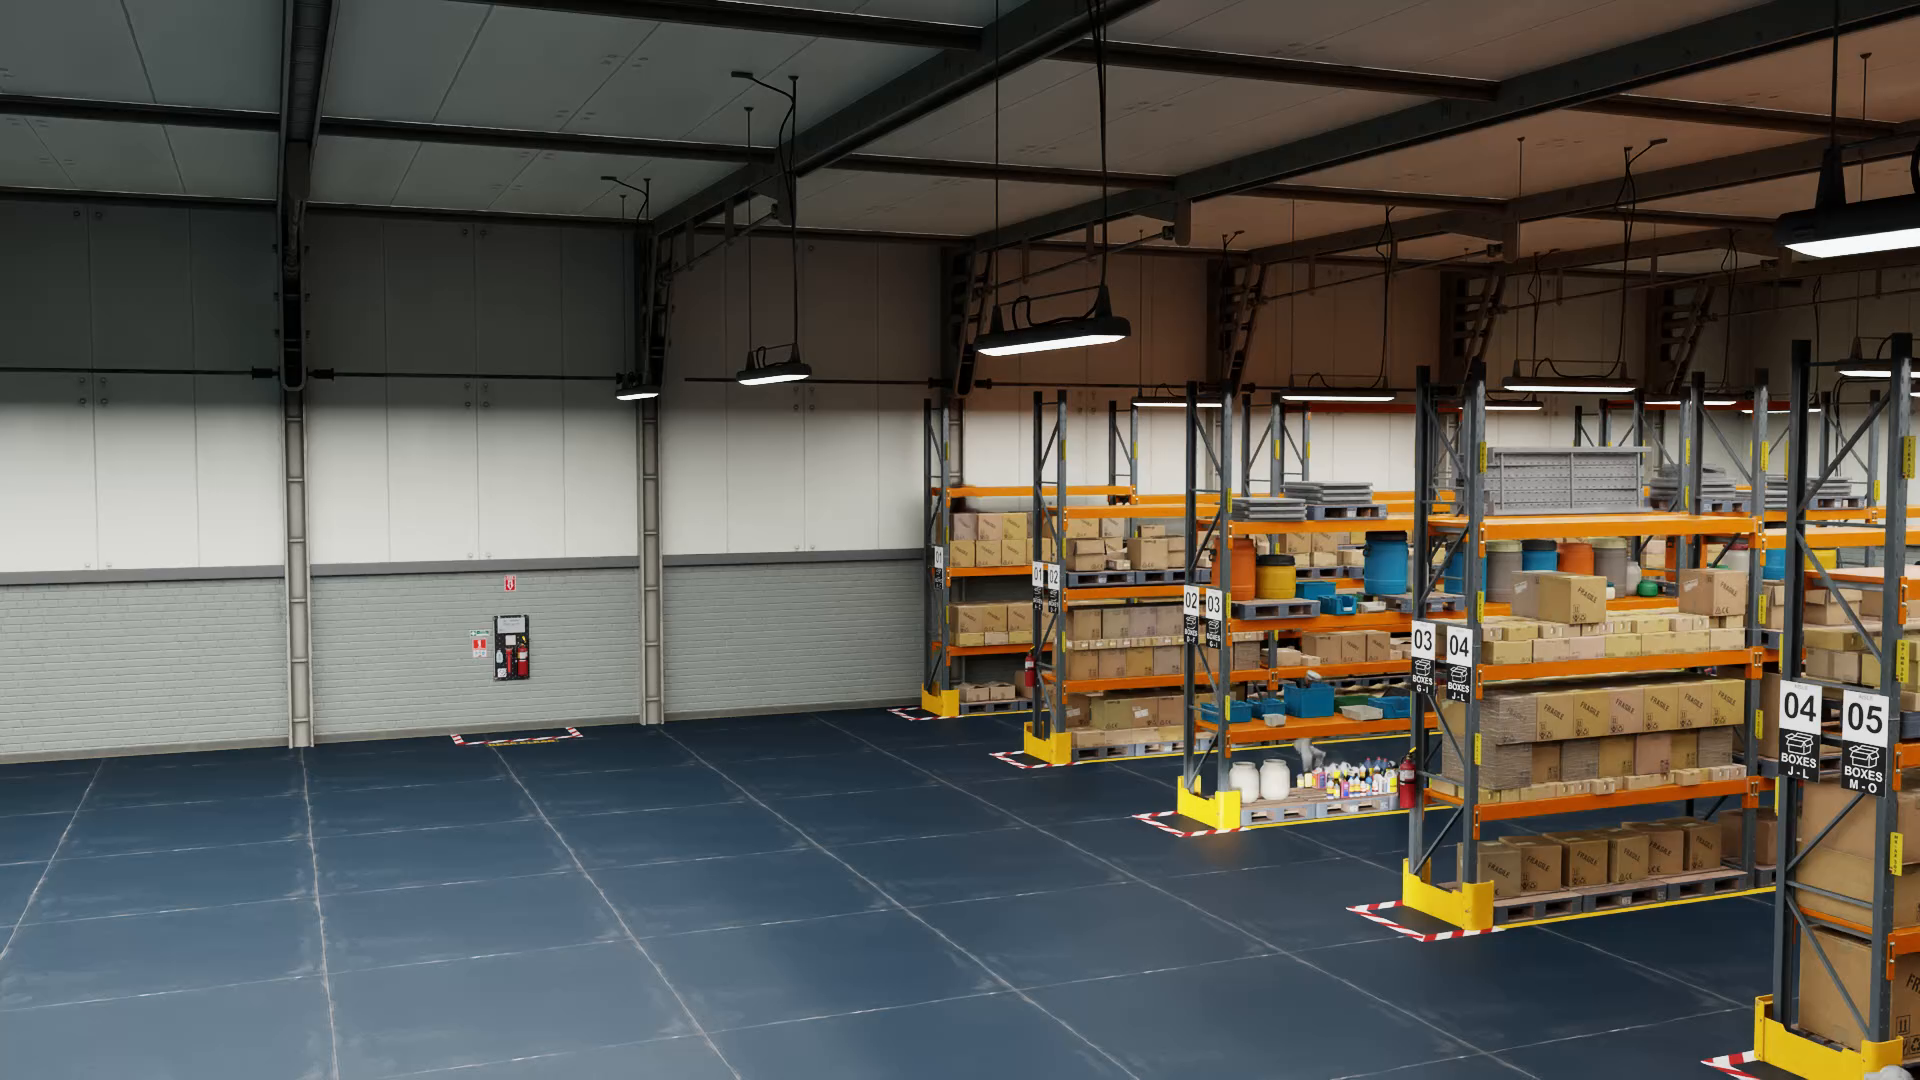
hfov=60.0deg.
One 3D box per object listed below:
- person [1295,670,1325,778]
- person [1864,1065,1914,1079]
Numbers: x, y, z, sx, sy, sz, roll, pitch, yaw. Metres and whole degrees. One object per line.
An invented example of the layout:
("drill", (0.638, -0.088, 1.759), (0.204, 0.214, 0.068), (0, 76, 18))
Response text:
("person", (5.422, 2.817, 25.570), (0.665, 1.657, 0.469), (-2, 4, -25))
("person", (5.266, 3.783, 9.470), (1.023, 1.612, 0.457), (1, 3, 10))
